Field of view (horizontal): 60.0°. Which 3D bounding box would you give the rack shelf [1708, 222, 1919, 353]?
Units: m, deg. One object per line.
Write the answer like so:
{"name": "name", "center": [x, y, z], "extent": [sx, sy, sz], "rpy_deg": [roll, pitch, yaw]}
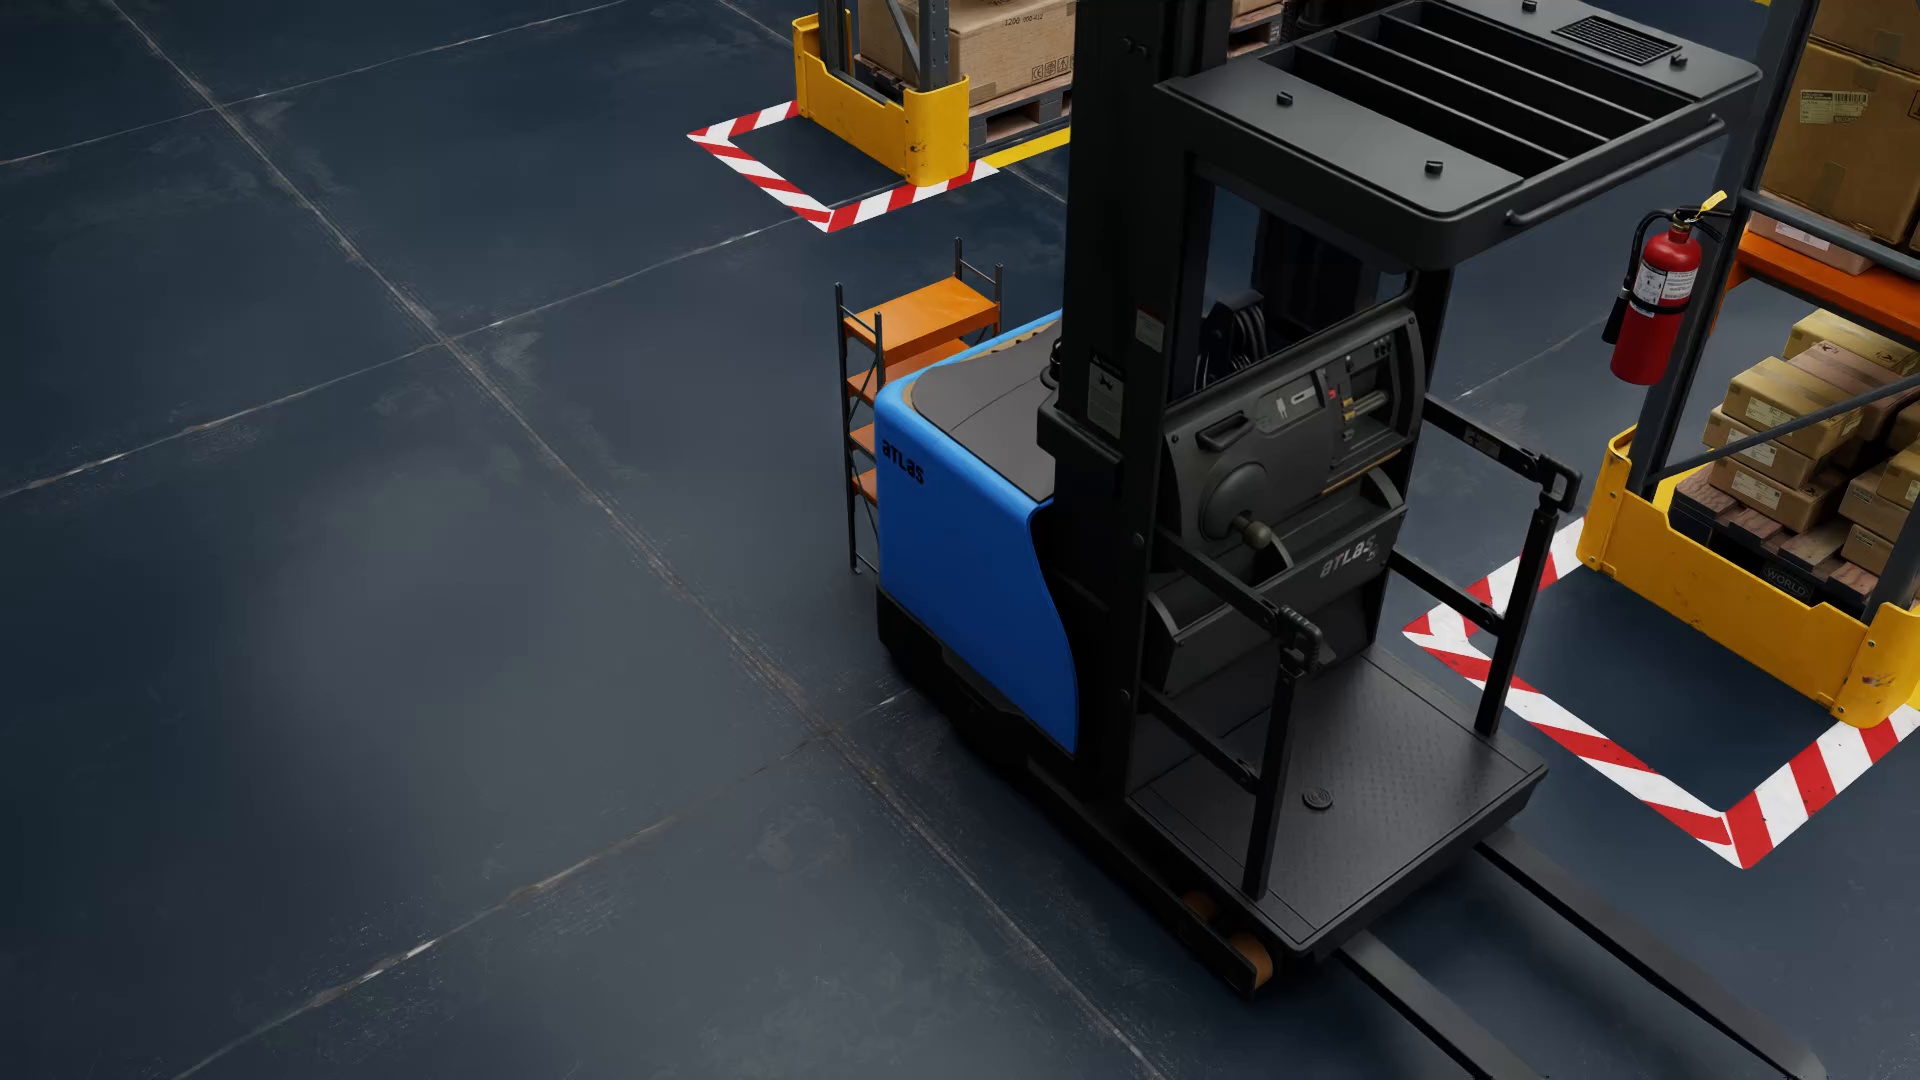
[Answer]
{"name": "rack shelf", "center": [4.280, -1.345, 6.091], "extent": [4.000, 0.370, 1.077], "rpy_deg": [-26, 46, -28]}

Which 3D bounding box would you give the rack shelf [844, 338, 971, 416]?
{"name": "rack shelf", "center": [-0.131, -0.521, 5.692], "extent": [0.480, 0.148, 0.258], "rpy_deg": [-26, 46, -28]}

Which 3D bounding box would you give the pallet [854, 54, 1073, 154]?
{"name": "pallet", "center": [0.184, -2.570, 9.217], "extent": [1.213, 0.211, 1.003], "rpy_deg": [-26, 46, -28]}

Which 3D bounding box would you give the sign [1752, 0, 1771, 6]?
{"name": "sign", "center": [2.372, -1.706, 4.803], "extent": [0.005, 0.325, 0.100], "rpy_deg": [-26, 46, -28]}

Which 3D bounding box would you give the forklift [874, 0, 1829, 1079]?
{"name": "forklift", "center": [1.020, -0.221, 4.209], "extent": [1.130, 2.935, 3.031], "rpy_deg": [-26, 46, -28]}

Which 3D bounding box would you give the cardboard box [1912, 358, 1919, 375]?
{"name": "cardboard box", "center": [3.566, -0.772, 6.274], "extent": [0.250, 0.149, 0.380], "rpy_deg": [-28, 47, -30]}

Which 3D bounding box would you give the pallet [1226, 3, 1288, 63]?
{"name": "pallet", "center": [1.151, -3.039, 9.788], "extent": [1.213, 0.211, 1.003], "rpy_deg": [-26, 46, -28]}

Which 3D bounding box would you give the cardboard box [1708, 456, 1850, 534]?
{"name": "cardboard box", "center": [2.985, -0.218, 6.068], "extent": [0.250, 0.149, 0.380], "rpy_deg": [-25, 46, -27]}

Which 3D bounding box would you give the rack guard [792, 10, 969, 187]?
{"name": "rack guard", "center": [-0.421, -2.324, 8.689], "extent": [0.348, 0.500, 1.175], "rpy_deg": [-26, 46, -28]}

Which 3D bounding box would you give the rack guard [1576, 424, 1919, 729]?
{"name": "rack guard", "center": [2.755, 0.087, 5.749], "extent": [0.348, 0.500, 1.175], "rpy_deg": [-26, 46, -28]}

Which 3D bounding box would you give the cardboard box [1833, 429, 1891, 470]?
{"name": "cardboard box", "center": [3.179, -0.446, 6.111], "extent": [0.250, 0.149, 0.380], "rpy_deg": [-27, 47, -29]}

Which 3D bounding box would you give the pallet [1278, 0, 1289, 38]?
{"name": "pallet", "center": [2.119, -3.513, 10.366], "extent": [1.213, 0.211, 1.003], "rpy_deg": [-26, 46, -28]}

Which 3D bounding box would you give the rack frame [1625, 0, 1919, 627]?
{"name": "rack frame", "center": [2.694, -0.850, 4.921], "extent": [0.127, 3.000, 1.000], "rpy_deg": [-26, 46, -28]}

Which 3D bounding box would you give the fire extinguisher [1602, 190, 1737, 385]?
{"name": "fire extinguisher", "center": [2.213, -0.810, 5.228], "extent": [0.183, 0.674, 0.296], "rpy_deg": [-26, 46, -28]}

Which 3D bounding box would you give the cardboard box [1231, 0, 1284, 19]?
{"name": "cardboard box", "center": [1.497, -3.483, 9.819], "extent": [0.875, 0.438, 0.875], "rpy_deg": [-27, 47, -29]}

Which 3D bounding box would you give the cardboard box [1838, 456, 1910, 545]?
{"name": "cardboard box", "center": [3.266, -0.098, 5.687], "extent": [0.250, 0.149, 0.380], "rpy_deg": [-24, 45, -26]}

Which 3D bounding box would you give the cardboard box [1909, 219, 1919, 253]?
{"name": "cardboard box", "center": [3.219, -1.038, 4.837], "extent": [0.500, 0.500, 0.500], "rpy_deg": [-24, 45, -26]}

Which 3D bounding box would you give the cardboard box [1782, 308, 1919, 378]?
{"name": "cardboard box", "center": [3.322, -0.704, 6.191], "extent": [0.250, 0.149, 0.380], "rpy_deg": [-27, 46, -29]}

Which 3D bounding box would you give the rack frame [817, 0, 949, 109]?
{"name": "rack frame", "center": [-0.402, -3.300, 7.908], "extent": [0.127, 3.000, 1.000], "rpy_deg": [-26, 46, -28]}

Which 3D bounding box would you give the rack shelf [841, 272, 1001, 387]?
{"name": "rack shelf", "center": [-0.131, -0.704, 5.542], "extent": [0.480, 0.148, 0.258], "rpy_deg": [-26, 46, -28]}

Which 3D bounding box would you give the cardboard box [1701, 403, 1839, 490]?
{"name": "cardboard box", "center": [2.939, -0.372, 6.021], "extent": [0.250, 0.149, 0.380], "rpy_deg": [-27, 47, -29]}

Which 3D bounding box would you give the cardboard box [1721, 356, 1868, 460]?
{"name": "cardboard box", "center": [2.960, -0.472, 5.908], "extent": [0.250, 0.149, 0.380], "rpy_deg": [-25, 46, -28]}

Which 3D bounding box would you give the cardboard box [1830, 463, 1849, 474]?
{"name": "cardboard box", "center": [3.127, -0.369, 6.251], "extent": [0.250, 0.149, 0.380], "rpy_deg": [-25, 45, -27]}

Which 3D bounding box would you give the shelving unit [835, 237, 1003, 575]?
{"name": "shelving unit", "center": [-0.131, -0.400, 5.791], "extent": [0.503, 1.200, 0.258], "rpy_deg": [-26, 46, -28]}

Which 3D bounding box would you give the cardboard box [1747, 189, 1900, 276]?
{"name": "cardboard box", "center": [2.781, -1.021, 5.327], "extent": [0.250, 0.149, 0.380], "rpy_deg": [-26, 46, -28]}

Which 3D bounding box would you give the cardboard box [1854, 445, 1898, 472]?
{"name": "cardboard box", "center": [3.389, -0.427, 6.322], "extent": [0.250, 0.149, 0.380], "rpy_deg": [-26, 46, -28]}

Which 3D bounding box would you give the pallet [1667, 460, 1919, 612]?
{"name": "pallet", "center": [3.420, -0.097, 6.202], "extent": [1.213, 0.211, 1.003], "rpy_deg": [-26, 46, -28]}

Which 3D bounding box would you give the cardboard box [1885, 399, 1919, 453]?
{"name": "cardboard box", "center": [3.462, -0.339, 5.745], "extent": [0.250, 0.149, 0.380], "rpy_deg": [-25, 46, -27]}

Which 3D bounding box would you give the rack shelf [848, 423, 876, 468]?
{"name": "rack shelf", "center": [-0.131, -0.348, 5.834], "extent": [0.480, 0.148, 0.258], "rpy_deg": [-26, 46, -28]}

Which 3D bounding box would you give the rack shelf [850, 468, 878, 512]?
{"name": "rack shelf", "center": [-0.131, -0.194, 5.960], "extent": [0.480, 0.148, 0.258], "rpy_deg": [-26, 46, -28]}

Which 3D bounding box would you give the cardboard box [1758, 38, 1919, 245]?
{"name": "cardboard box", "center": [2.894, -1.306, 5.164], "extent": [0.500, 0.500, 0.500], "rpy_deg": [-25, 46, -27]}

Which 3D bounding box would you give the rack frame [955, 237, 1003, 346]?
{"name": "rack frame", "center": [0.062, -0.494, 5.906], "extent": [0.015, 1.200, 0.240], "rpy_deg": [-26, 46, -28]}

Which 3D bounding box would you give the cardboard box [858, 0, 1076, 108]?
{"name": "cardboard box", "center": [0.060, -2.777, 8.959], "extent": [0.875, 0.438, 0.875], "rpy_deg": [-28, 47, -29]}

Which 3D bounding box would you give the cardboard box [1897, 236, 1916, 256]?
{"name": "cardboard box", "center": [3.001, -1.098, 5.421], "extent": [0.250, 0.149, 0.380], "rpy_deg": [-26, 46, -28]}

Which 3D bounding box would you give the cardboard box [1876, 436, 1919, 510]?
{"name": "cardboard box", "center": [3.317, -0.172, 5.542], "extent": [0.250, 0.149, 0.380], "rpy_deg": [-28, 47, -30]}

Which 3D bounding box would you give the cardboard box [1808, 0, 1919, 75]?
{"name": "cardboard box", "center": [2.906, -1.692, 4.846], "extent": [0.500, 0.500, 0.500], "rpy_deg": [-27, 46, -29]}

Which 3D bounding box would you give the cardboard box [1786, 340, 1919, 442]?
{"name": "cardboard box", "center": [3.194, -0.540, 5.991], "extent": [0.250, 0.149, 0.380], "rpy_deg": [-25, 46, -27]}

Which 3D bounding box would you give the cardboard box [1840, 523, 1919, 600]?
{"name": "cardboard box", "center": [3.305, 0.049, 5.742], "extent": [0.250, 0.149, 0.380], "rpy_deg": [-25, 46, -27]}

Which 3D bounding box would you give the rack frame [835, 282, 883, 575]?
{"name": "rack frame", "center": [-0.325, -0.306, 5.677], "extent": [0.015, 1.200, 0.240], "rpy_deg": [-26, 46, -28]}

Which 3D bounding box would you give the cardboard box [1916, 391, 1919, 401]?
{"name": "cardboard box", "center": [3.626, -0.626, 6.330], "extent": [0.250, 0.149, 0.380], "rpy_deg": [-27, 46, -29]}
